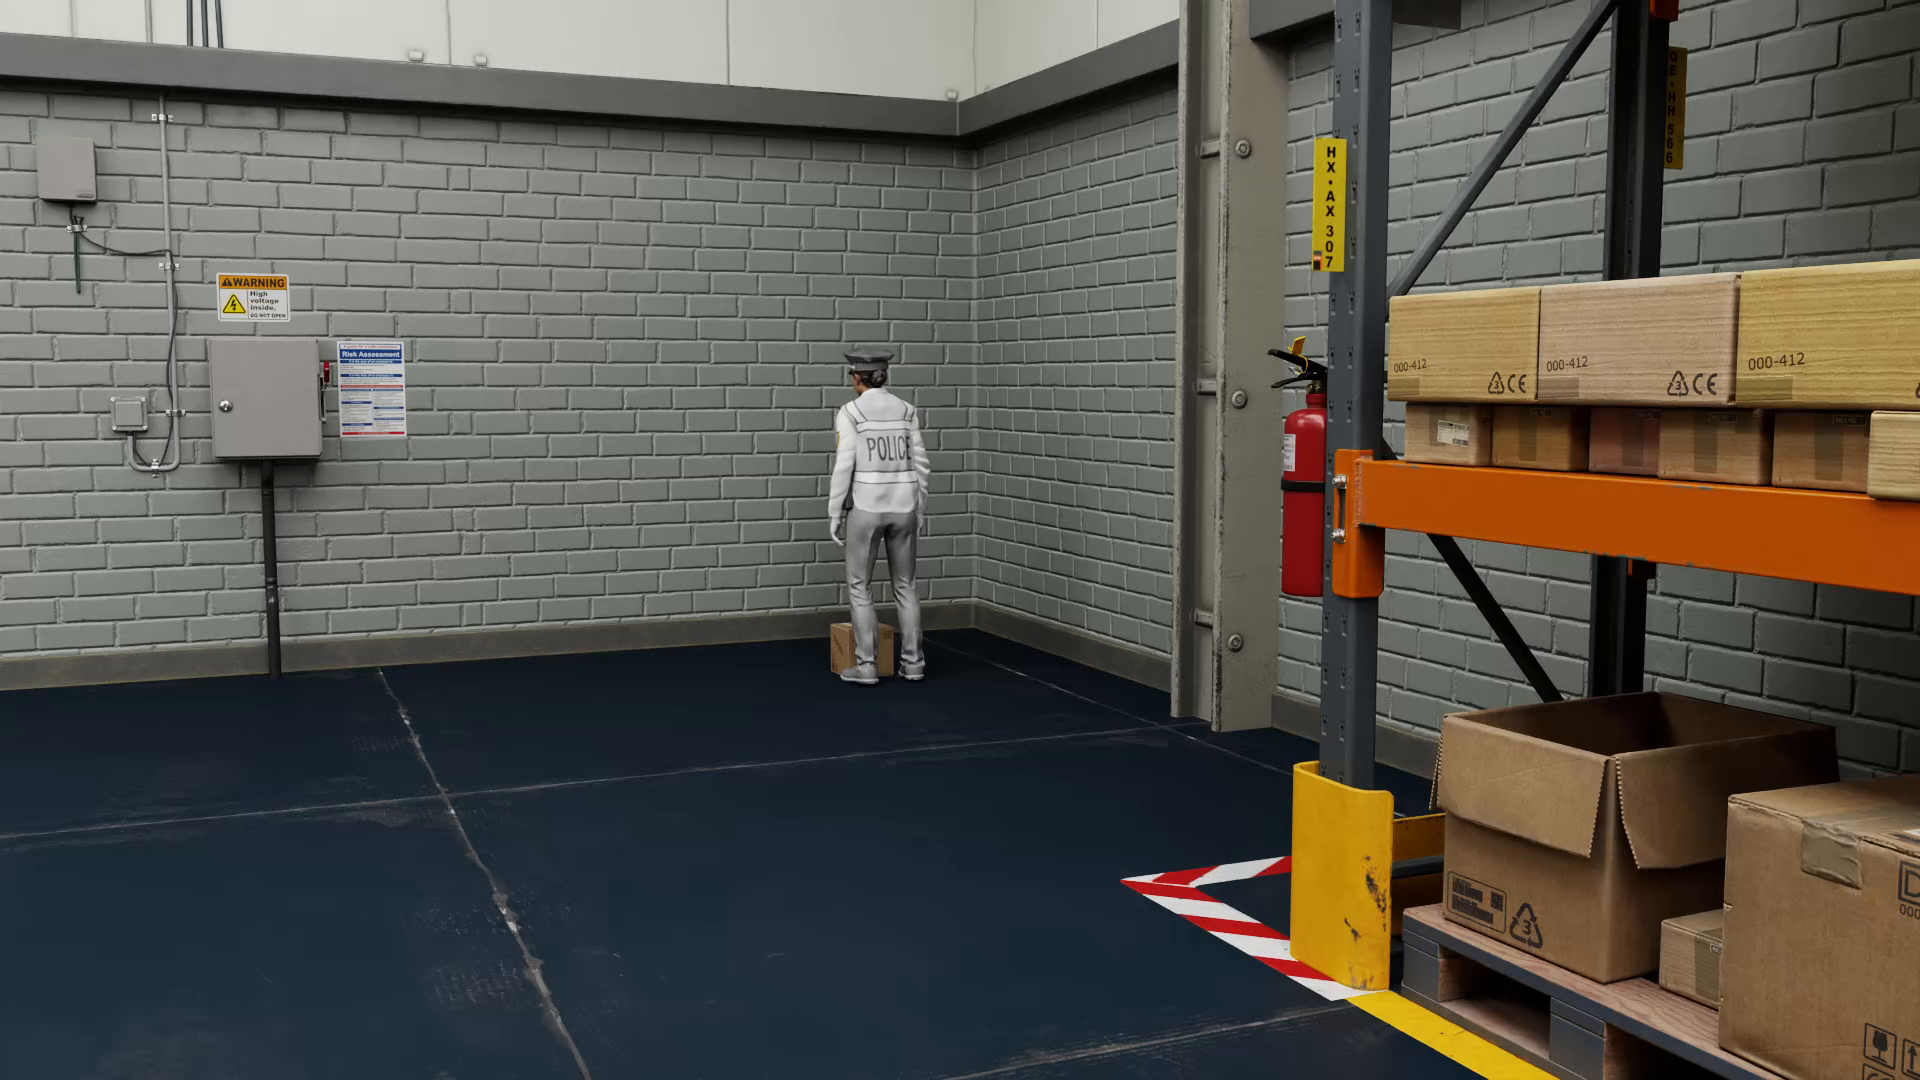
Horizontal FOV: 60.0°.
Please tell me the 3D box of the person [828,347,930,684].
[{"bbox_3d":[-0.402,-0.120,8.233,0.542,1.662,0.376,-3,6,-27],"label":"person"}]
